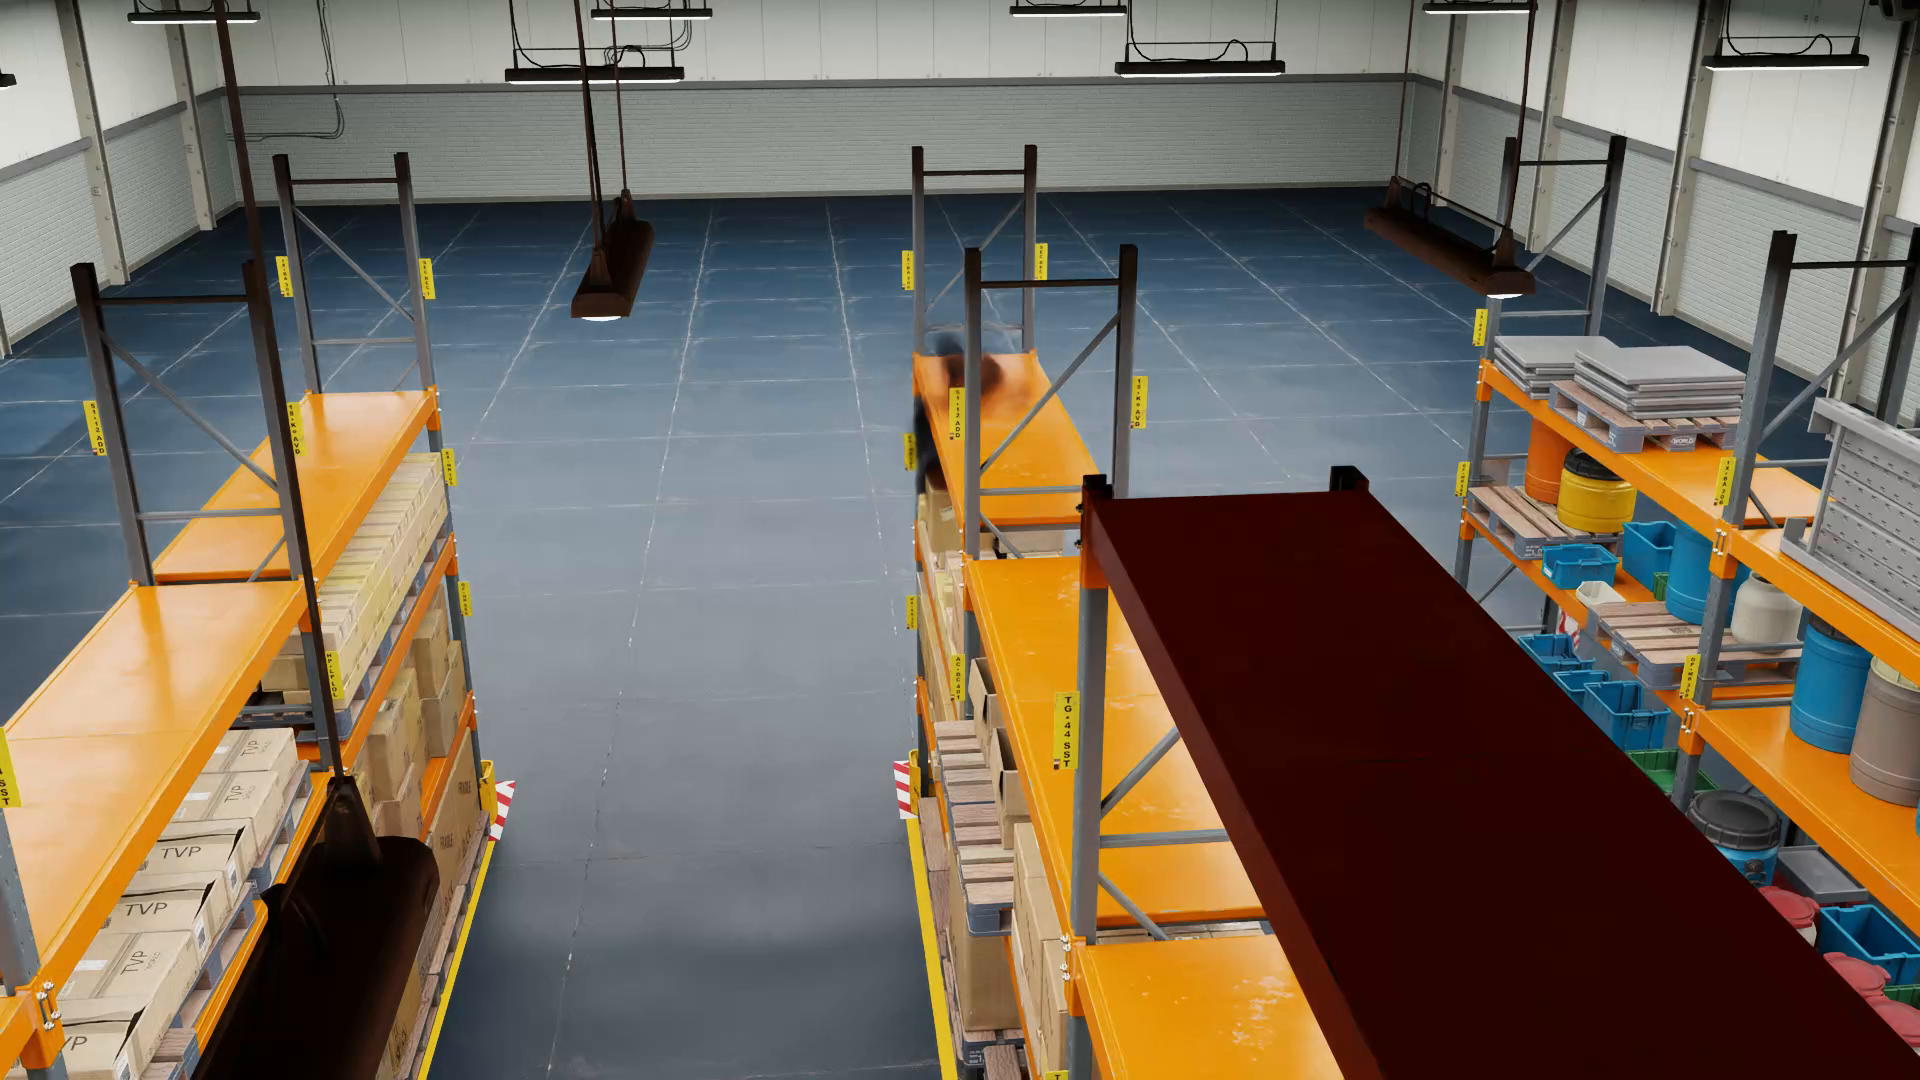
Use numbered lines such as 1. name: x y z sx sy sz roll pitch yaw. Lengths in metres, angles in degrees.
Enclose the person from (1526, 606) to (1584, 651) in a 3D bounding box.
1. person: 5.946 1.068 16.604 0.717 1.733 0.577 -19 29 -40
